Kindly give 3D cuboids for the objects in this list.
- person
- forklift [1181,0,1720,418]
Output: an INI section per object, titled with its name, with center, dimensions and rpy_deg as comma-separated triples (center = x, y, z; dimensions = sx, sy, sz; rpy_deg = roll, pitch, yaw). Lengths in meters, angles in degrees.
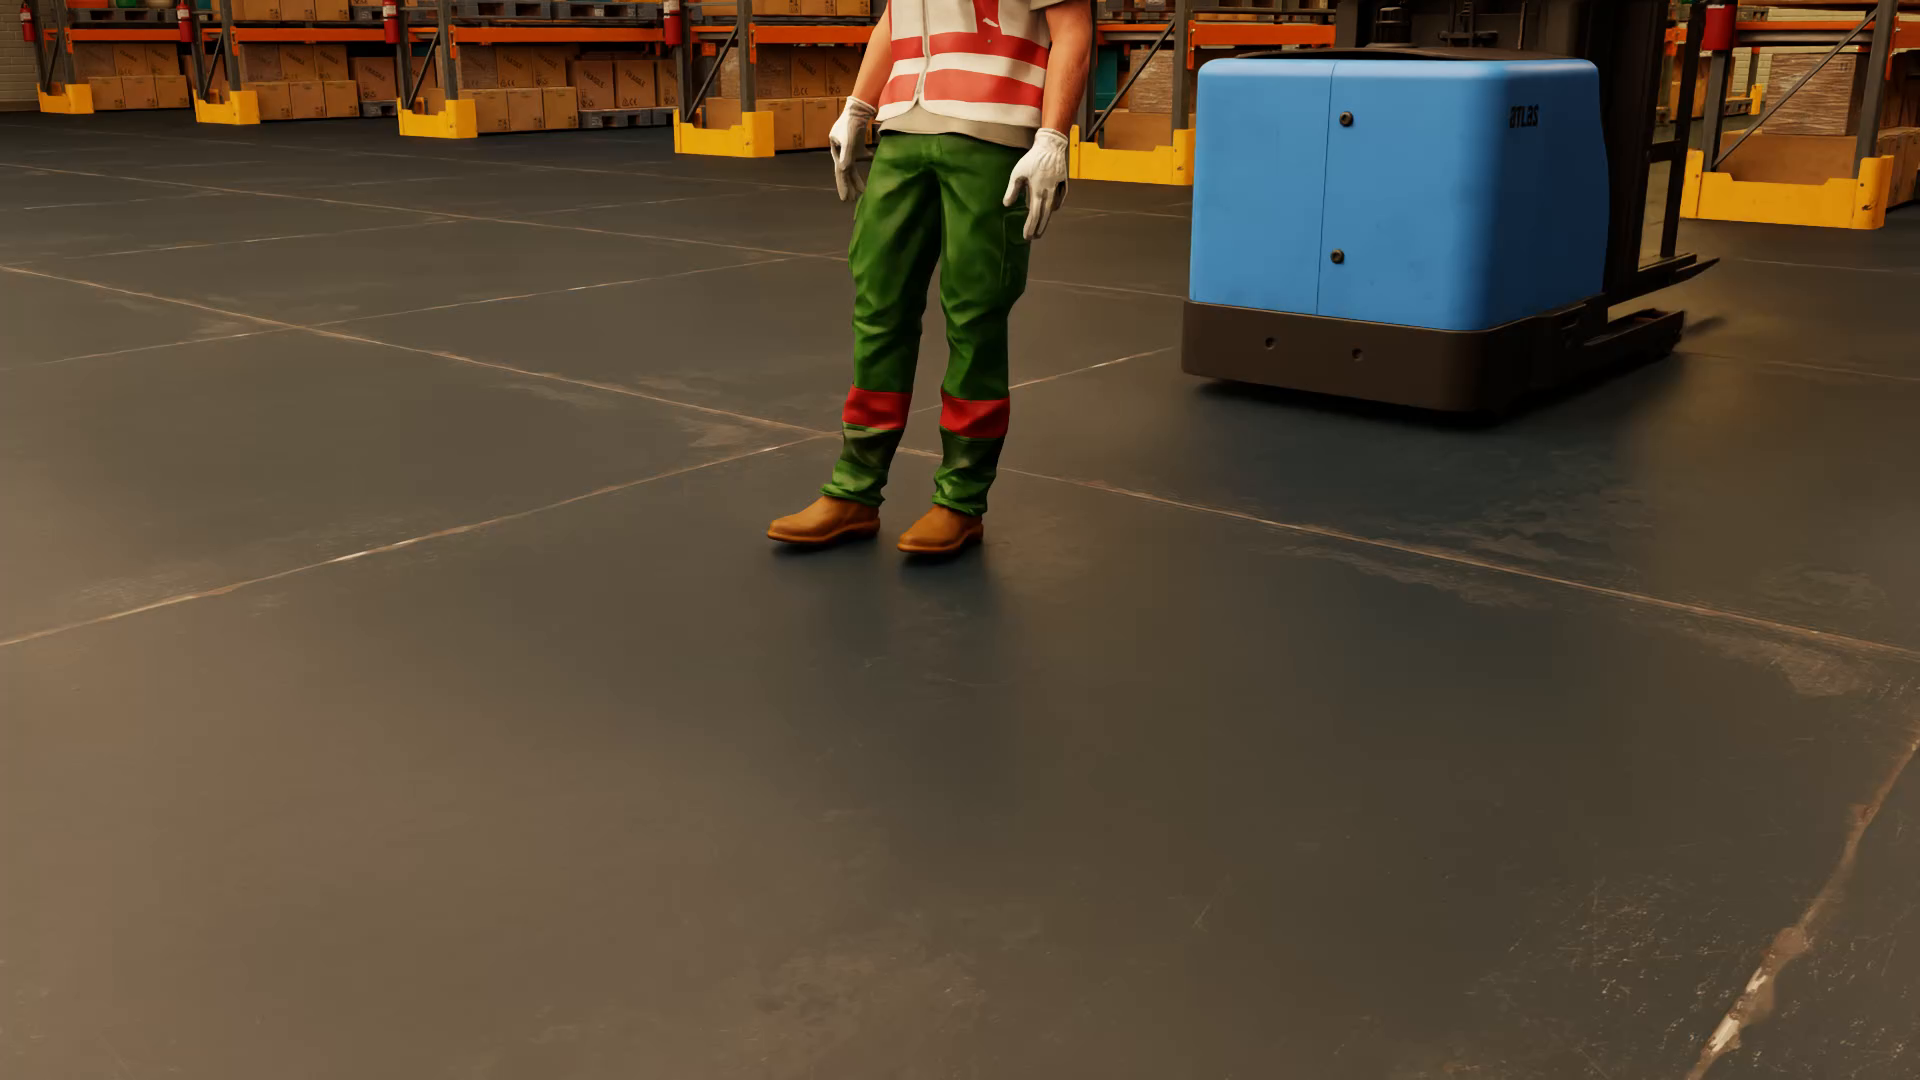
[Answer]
[person]
center = -0.060, -0.848, 3.628
dimensions = 0.637, 1.787, 0.564
rpy_deg = 13, 21, 37
[forklift]
center = 2.066, -2.137, 5.936
dimensions = 1.130, 2.935, 3.031
rpy_deg = 14, 22, 38
